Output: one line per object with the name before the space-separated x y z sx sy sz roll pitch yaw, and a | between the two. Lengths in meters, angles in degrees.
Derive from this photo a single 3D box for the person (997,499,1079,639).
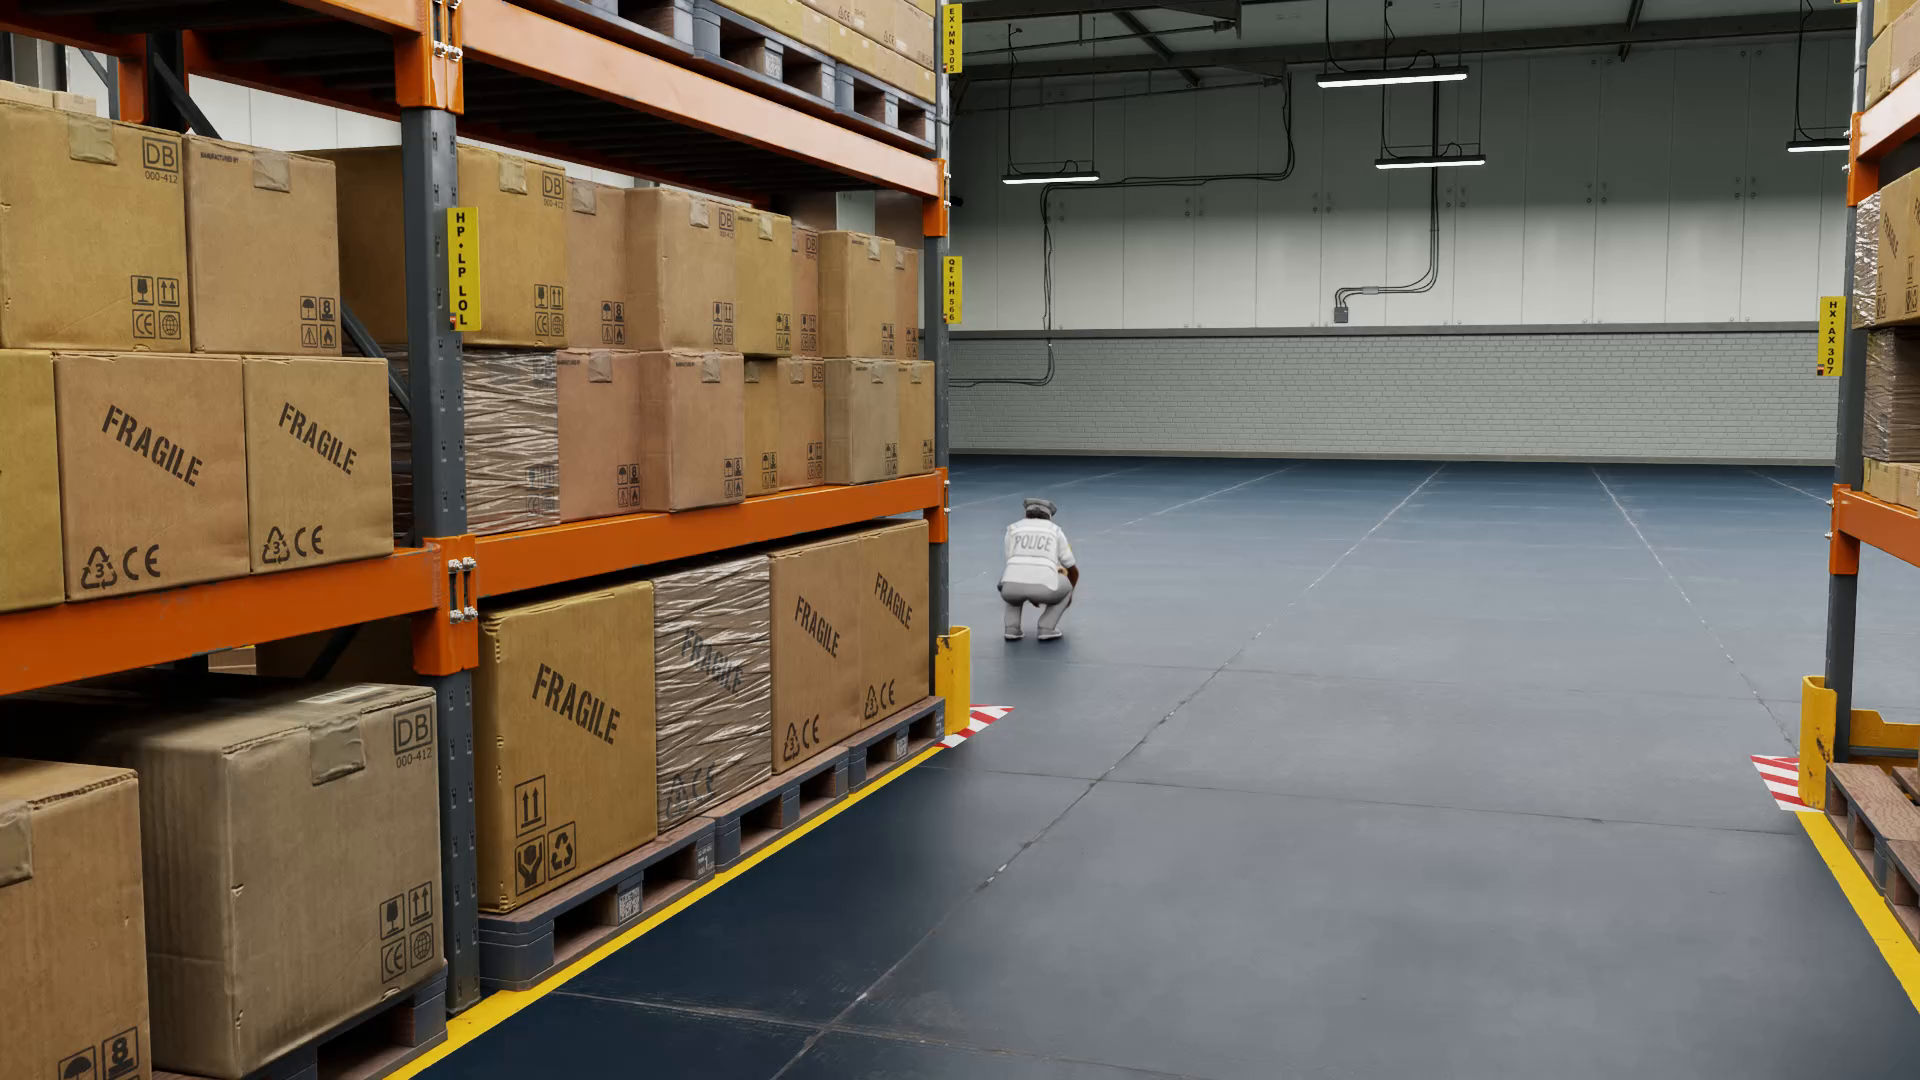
person | 0.535 0.201 11.507 0.512 0.952 0.832 2 6 19
